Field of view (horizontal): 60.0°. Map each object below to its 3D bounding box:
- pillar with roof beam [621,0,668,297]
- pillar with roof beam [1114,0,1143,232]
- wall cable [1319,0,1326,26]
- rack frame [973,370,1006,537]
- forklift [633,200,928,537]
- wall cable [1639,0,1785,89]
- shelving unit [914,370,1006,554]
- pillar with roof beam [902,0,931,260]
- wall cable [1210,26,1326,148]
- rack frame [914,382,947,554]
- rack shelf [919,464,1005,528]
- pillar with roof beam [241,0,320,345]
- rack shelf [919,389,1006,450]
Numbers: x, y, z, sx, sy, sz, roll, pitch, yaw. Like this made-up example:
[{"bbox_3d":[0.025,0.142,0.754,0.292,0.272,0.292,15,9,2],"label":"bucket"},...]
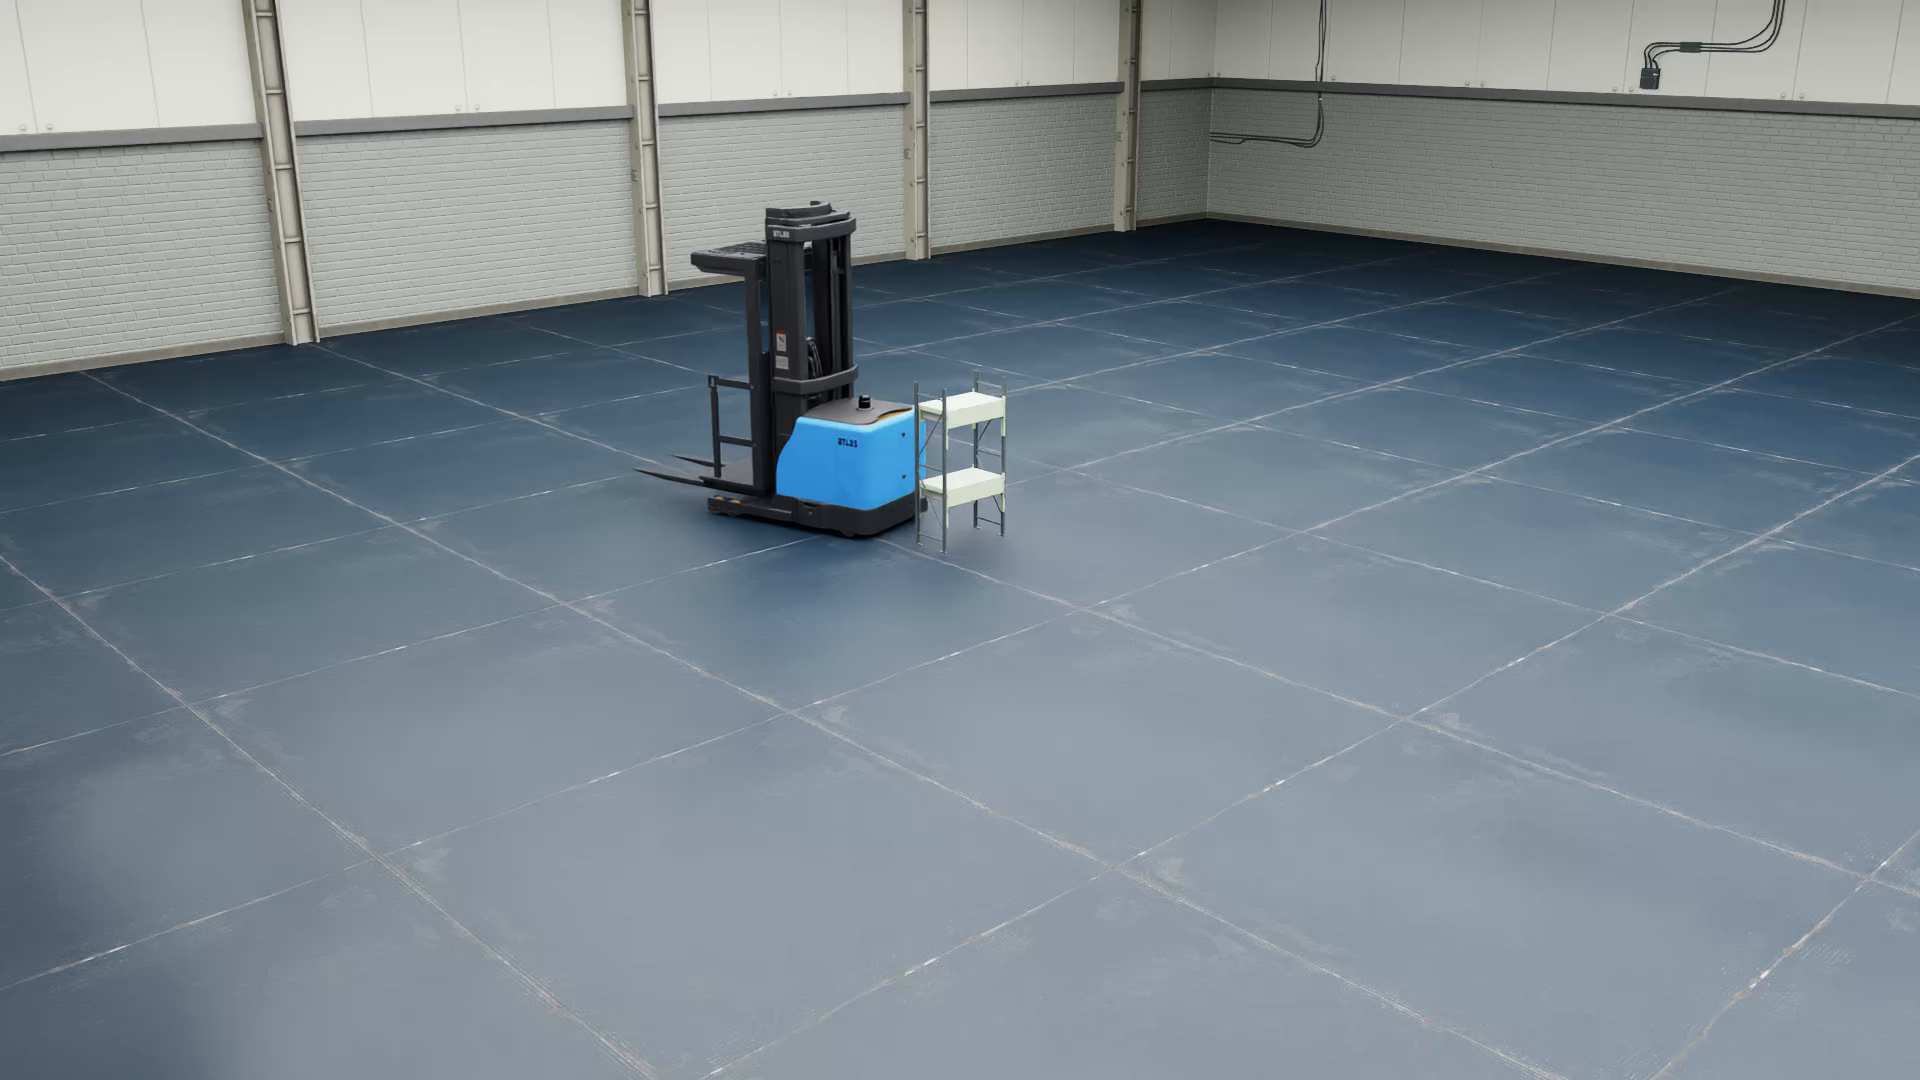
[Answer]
[{"bbox_3d":[-2.213,-7.456,23.657,0.400,9.000,9.100,-16,24,-41],"label":"pillar with roof beam"},{"bbox_3d":[6.506,-9.999,31.500,0.400,9.000,9.100,-16,24,-41],"label":"pillar with roof beam"},{"bbox_3d":[8.456,-11.611,33.317,0.112,2.526,3.097,-16,24,-41],"label":"wall cable"},{"bbox_3d":[0.271,-0.792,15.262,0.023,1.500,0.400,-16,24,-41],"label":"rack frame"},{"bbox_3d":[-1.832,-1.740,15.863,3.031,2.935,1.130,11,21,30],"label":"forklift"},{"bbox_3d":[13.108,-10.779,28.390,0.169,6.003,2.305,-16,24,-41],"label":"wall cable"},{"bbox_3d":[0.005,-0.715,15.023,0.755,1.500,0.431,-16,24,-41],"label":"shelving unit"},{"bbox_3d":[2.146,-8.728,27.578,0.400,9.000,9.100,-16,24,-41],"label":"pillar with roof beam"},{"bbox_3d":[6.598,-9.815,35.966,0.112,2.526,3.097,-16,24,-41],"label":"wall cable"},{"bbox_3d":[-0.261,-0.637,14.784,0.023,1.500,0.400,-16,24,-41],"label":"rack frame"},{"bbox_3d":[0.005,-0.405,15.124,0.720,0.370,0.431,-16,24,-41],"label":"rack shelf"},{"bbox_3d":[-6.573,-6.185,19.736,0.400,9.000,9.100,-16,24,-41],"label":"pillar with roof beam"},{"bbox_3d":[0.005,-1.086,14.903,0.720,0.370,0.431,-16,24,-41],"label":"rack shelf"}]
